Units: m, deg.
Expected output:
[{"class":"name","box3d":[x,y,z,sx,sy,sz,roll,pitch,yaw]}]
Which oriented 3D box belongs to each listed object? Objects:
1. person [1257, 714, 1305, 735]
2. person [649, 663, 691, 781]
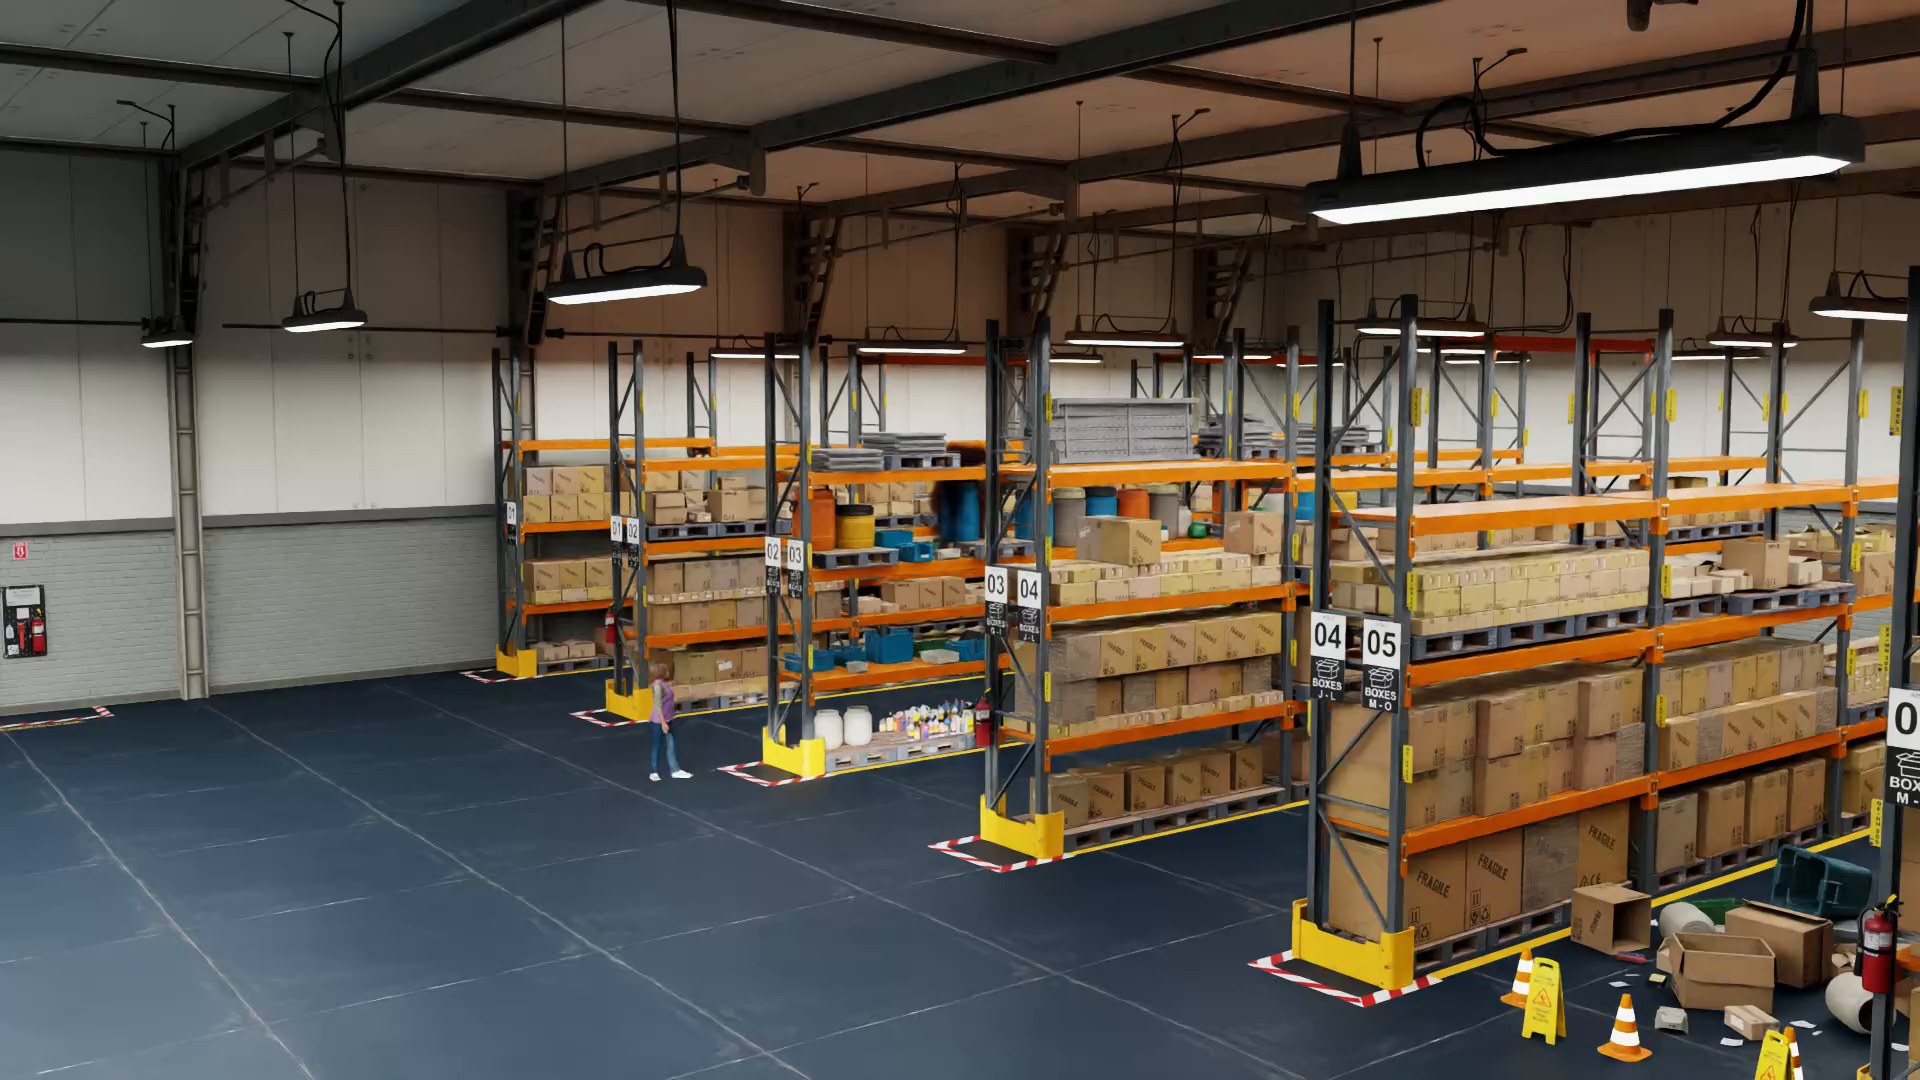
[{"class":"person","box3d":[4.748,2.102,24.345,0.896,1.753,0.624,-3,6,-32]},{"class":"person","box3d":[-3.925,2.427,22.230,0.524,1.591,0.453,2,5,20]}]
